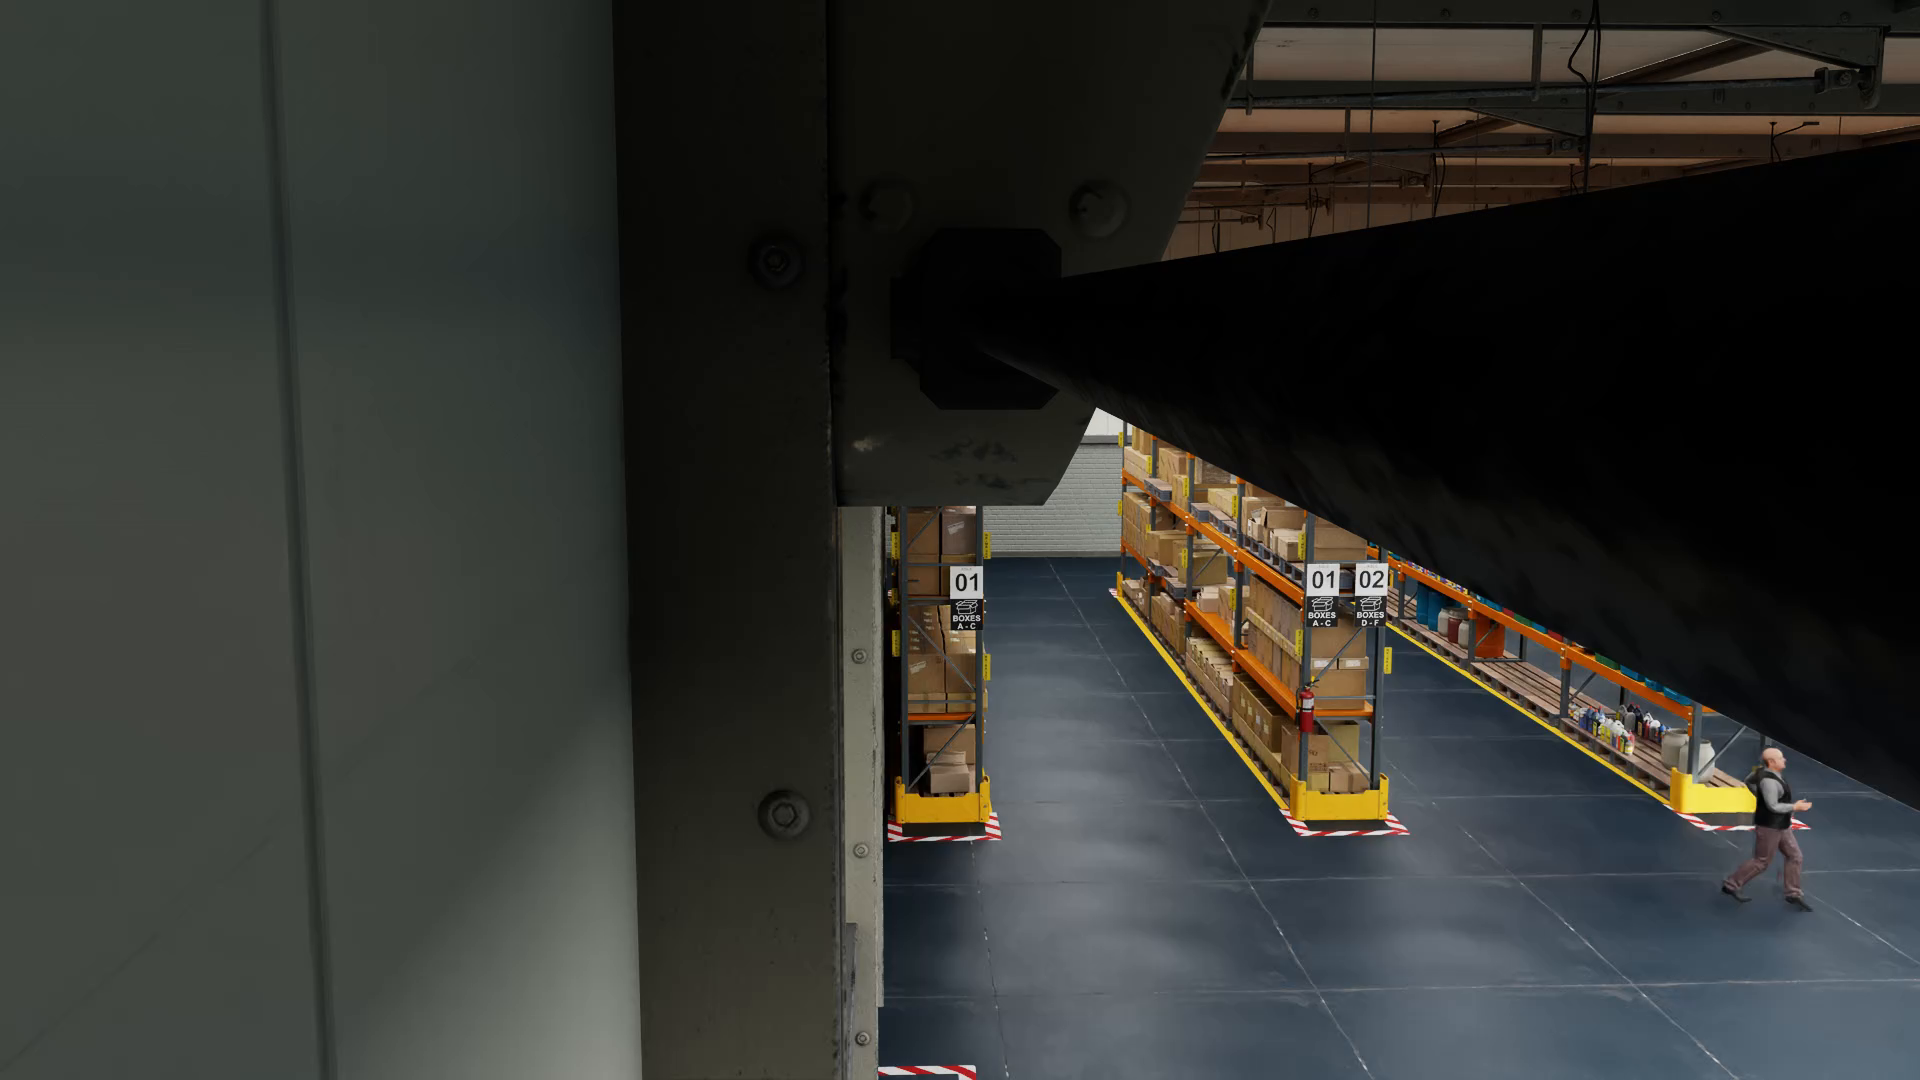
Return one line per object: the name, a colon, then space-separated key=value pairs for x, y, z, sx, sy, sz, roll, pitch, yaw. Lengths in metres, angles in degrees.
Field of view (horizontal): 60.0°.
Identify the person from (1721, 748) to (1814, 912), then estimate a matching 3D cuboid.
person: x=8.558 y=3.041 z=17.521 sx=0.882 sy=1.747 sz=0.659 roll=4 pitch=9 yaw=29
